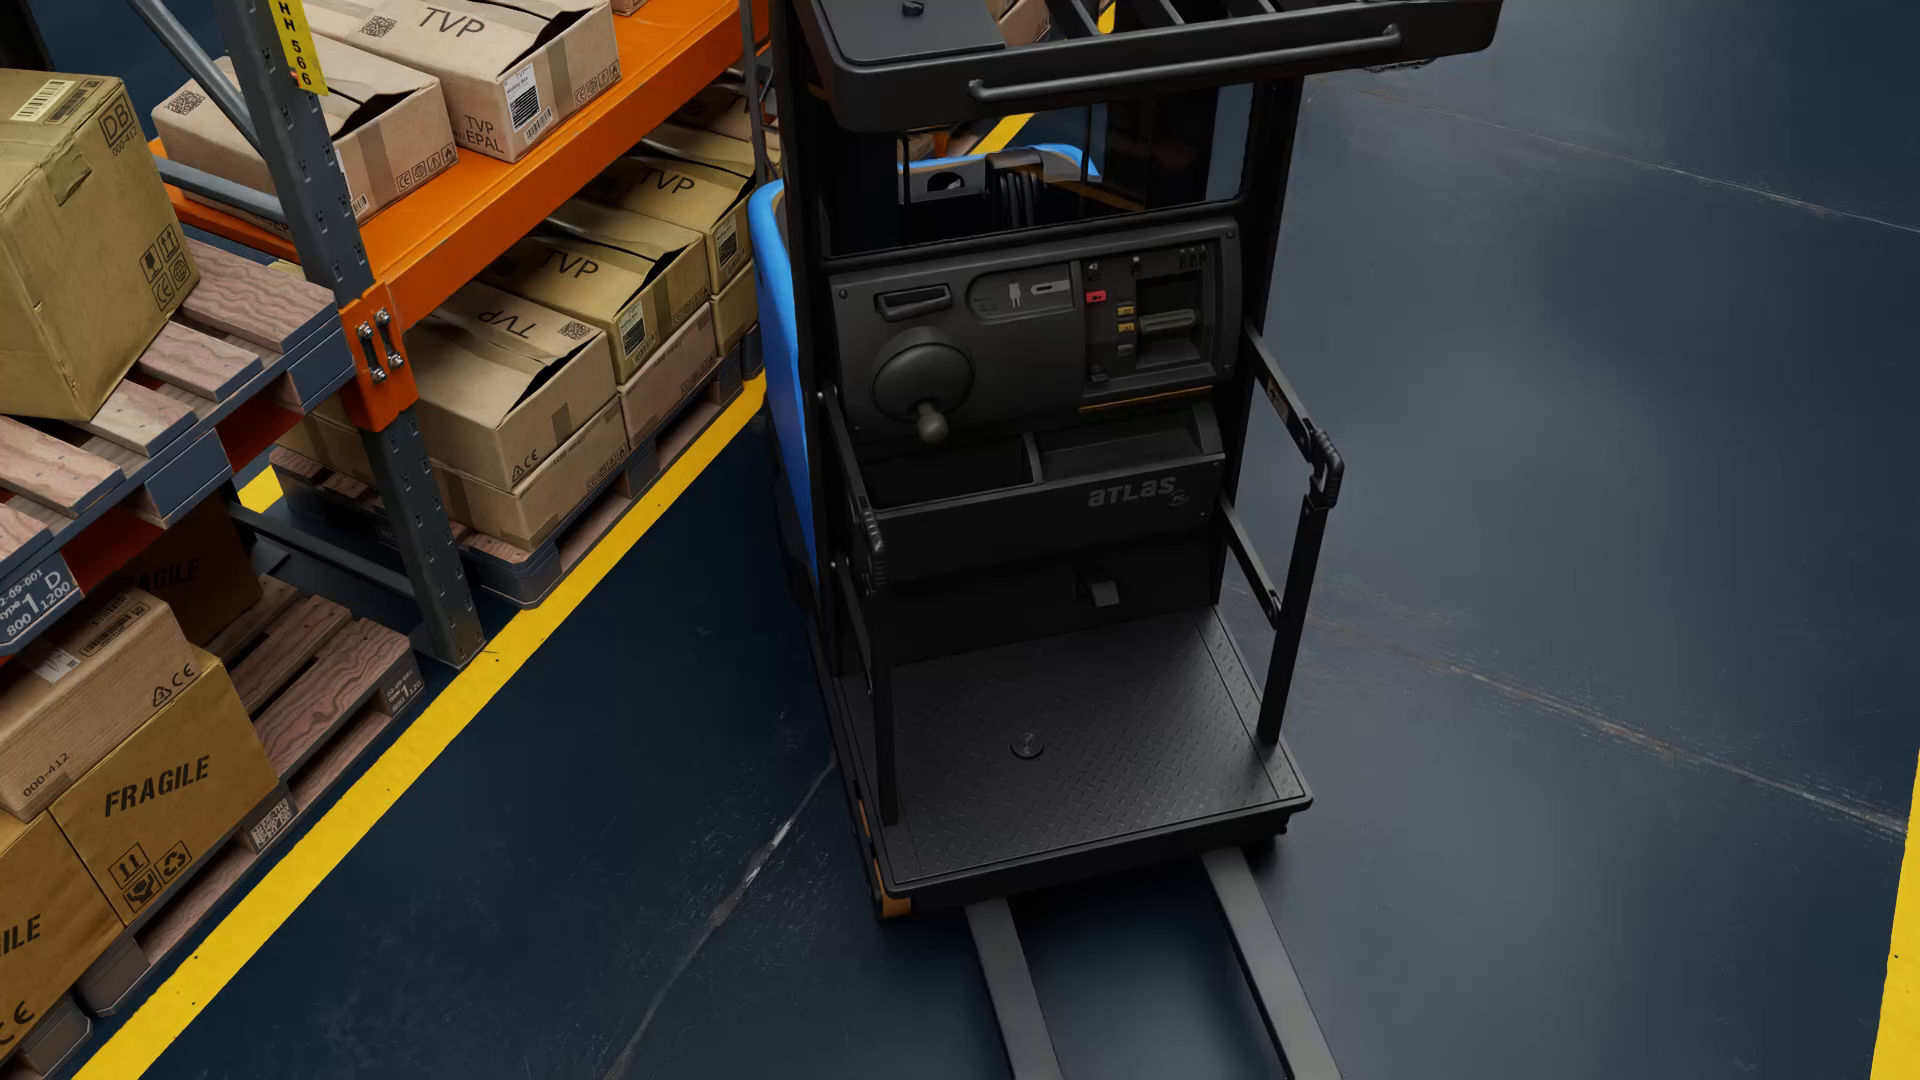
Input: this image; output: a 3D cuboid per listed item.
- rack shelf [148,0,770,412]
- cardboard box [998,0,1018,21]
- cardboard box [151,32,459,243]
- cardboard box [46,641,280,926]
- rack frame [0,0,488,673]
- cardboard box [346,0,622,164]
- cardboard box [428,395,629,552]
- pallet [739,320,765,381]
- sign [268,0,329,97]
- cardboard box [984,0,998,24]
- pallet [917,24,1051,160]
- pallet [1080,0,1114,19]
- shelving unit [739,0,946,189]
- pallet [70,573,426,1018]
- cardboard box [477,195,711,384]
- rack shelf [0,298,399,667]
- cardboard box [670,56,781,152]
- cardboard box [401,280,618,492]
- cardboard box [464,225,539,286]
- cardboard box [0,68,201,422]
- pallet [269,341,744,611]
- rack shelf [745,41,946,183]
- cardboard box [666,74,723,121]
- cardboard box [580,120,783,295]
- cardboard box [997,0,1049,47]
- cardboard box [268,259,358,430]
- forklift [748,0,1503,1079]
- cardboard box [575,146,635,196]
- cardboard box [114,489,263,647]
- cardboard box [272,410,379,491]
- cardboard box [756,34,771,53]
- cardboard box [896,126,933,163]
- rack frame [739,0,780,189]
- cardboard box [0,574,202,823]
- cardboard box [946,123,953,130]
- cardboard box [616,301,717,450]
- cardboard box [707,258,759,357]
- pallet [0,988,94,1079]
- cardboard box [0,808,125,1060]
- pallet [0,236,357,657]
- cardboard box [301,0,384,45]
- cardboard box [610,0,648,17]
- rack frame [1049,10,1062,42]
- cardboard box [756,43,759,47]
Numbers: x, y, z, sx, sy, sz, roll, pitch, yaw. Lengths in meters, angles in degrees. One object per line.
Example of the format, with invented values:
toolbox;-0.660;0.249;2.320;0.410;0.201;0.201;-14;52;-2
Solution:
rack shelf;-0.946;-1.877;5.502;1.077;0.370;4.000;20;49;19
cardboard box;0.048;-2.419;6.775;0.500;0.311;0.500;20;49;19
cardboard box;-1.667;-1.054;4.245;0.500;0.311;0.500;23;50;21
cardboard box;-2.101;0.520;4.075;0.500;0.500;0.500;22;49;21
rack frame;-1.875;-0.870;4.001;1.000;3.000;0.127;20;49;19
cardboard box;-1.288;-1.338;4.527;0.500;0.311;0.500;20;49;19
cardboard box;-1.372;-0.284;5.060;0.500;0.250;0.500;20;49;19
pallet;-0.891;-1.162;6.250;1.003;0.211;1.213;20;49;19
sign;-1.390;-1.076;3.446;0.100;0.325;0.005;20;49;19
cardboard box;-0.188;-2.089;6.449;0.500;0.311;0.500;22;49;20
pallet;-0.325;-1.933;7.012;1.003;0.211;1.213;20;49;19
pallet;0.388;-2.897;7.965;1.003;0.211;1.213;20;49;19
shelving unit;-0.337;-1.342;5.100;0.431;2.100;0.503;20;49;18
pallet;-2.255;0.568;4.540;1.003;0.211;1.213;20;49;19
cardboard box;-1.135;-0.815;5.190;0.500;0.311;0.500;19;48;18
rack shelf;-2.803;0.643;3.012;1.077;0.370;4.000;20;49;19
cardboard box;-0.658;-1.460;5.827;0.500;0.311;0.500;20;49;19
cardboard box;-1.372;-0.481;4.861;0.500;0.311;0.500;22;49;20
cardboard box;-1.614;-0.989;5.363;0.500;0.311;0.500;20;49;18
cardboard box;-2.067;-0.619;3.387;0.700;0.500;0.500;6;46;6
pallet;-1.458;-0.396;5.493;1.003;0.211;1.213;20;49;19
rack shelf;-0.337;-1.332;5.109;0.431;0.518;0.480;20;49;18
cardboard box;-1.143;-1.621;5.987;0.500;0.311;0.500;22;49;20
cardboard box;-0.896;-1.136;5.507;0.500;0.311;0.500;19;48;18
cardboard box;0.046;-2.214;6.967;0.500;0.250;0.500;20;49;19
cardboard box;-1.850;-0.660;5.037;0.500;0.311;0.500;22;49;20
forklift;0.237;-0.369;3.554;1.130;2.935;3.031;-10;46;-10
cardboard box;-1.378;-1.306;5.676;0.500;0.311;0.500;20;49;19
cardboard box;-2.339;0.046;4.544;0.500;0.500;0.500;22;49;21
cardboard box;-1.847;-0.463;5.237;0.500;0.250;0.500;22;49;20
cardboard box;-0.422;-1.775;6.139;0.500;0.311;0.500;20;49;19
cardboard box;-0.427;-1.574;6.334;0.500;0.250;0.500;21;49;20
rack frame;-0.447;-1.187;4.946;0.400;2.100;0.015;20;49;18
cardboard box;-2.124;0.294;3.772;0.500;0.250;0.500;22;49;21
cardboard box;-0.190;-1.896;6.653;0.500;0.250;0.500;20;49;18
cardboard box;-1.139;-0.601;5.373;0.500;0.250;0.500;19;48;18
cardboard box;-0.903;-0.931;5.699;0.500;0.250;0.500;19;48;18
pallet;-2.822;1.333;3.784;1.003;0.211;1.213;20;49;19
cardboard box;-2.342;0.846;3.753;0.500;0.500;0.500;19;48;18
pallet;-2.127;-0.353;3.624;1.213;0.211;1.003;20;49;19
cardboard box;-1.702;-1.440;4.741;0.380;0.149;0.250;20;49;19
cardboard box;-1.110;-1.968;5.016;0.500;0.500;0.500;18;48;17
rack frame;-0.018;-3.390;6.492;1.000;3.000;0.127;20;49;19
cardboard box;-0.907;-1.950;6.312;0.500;0.311;0.500;19;48;18
